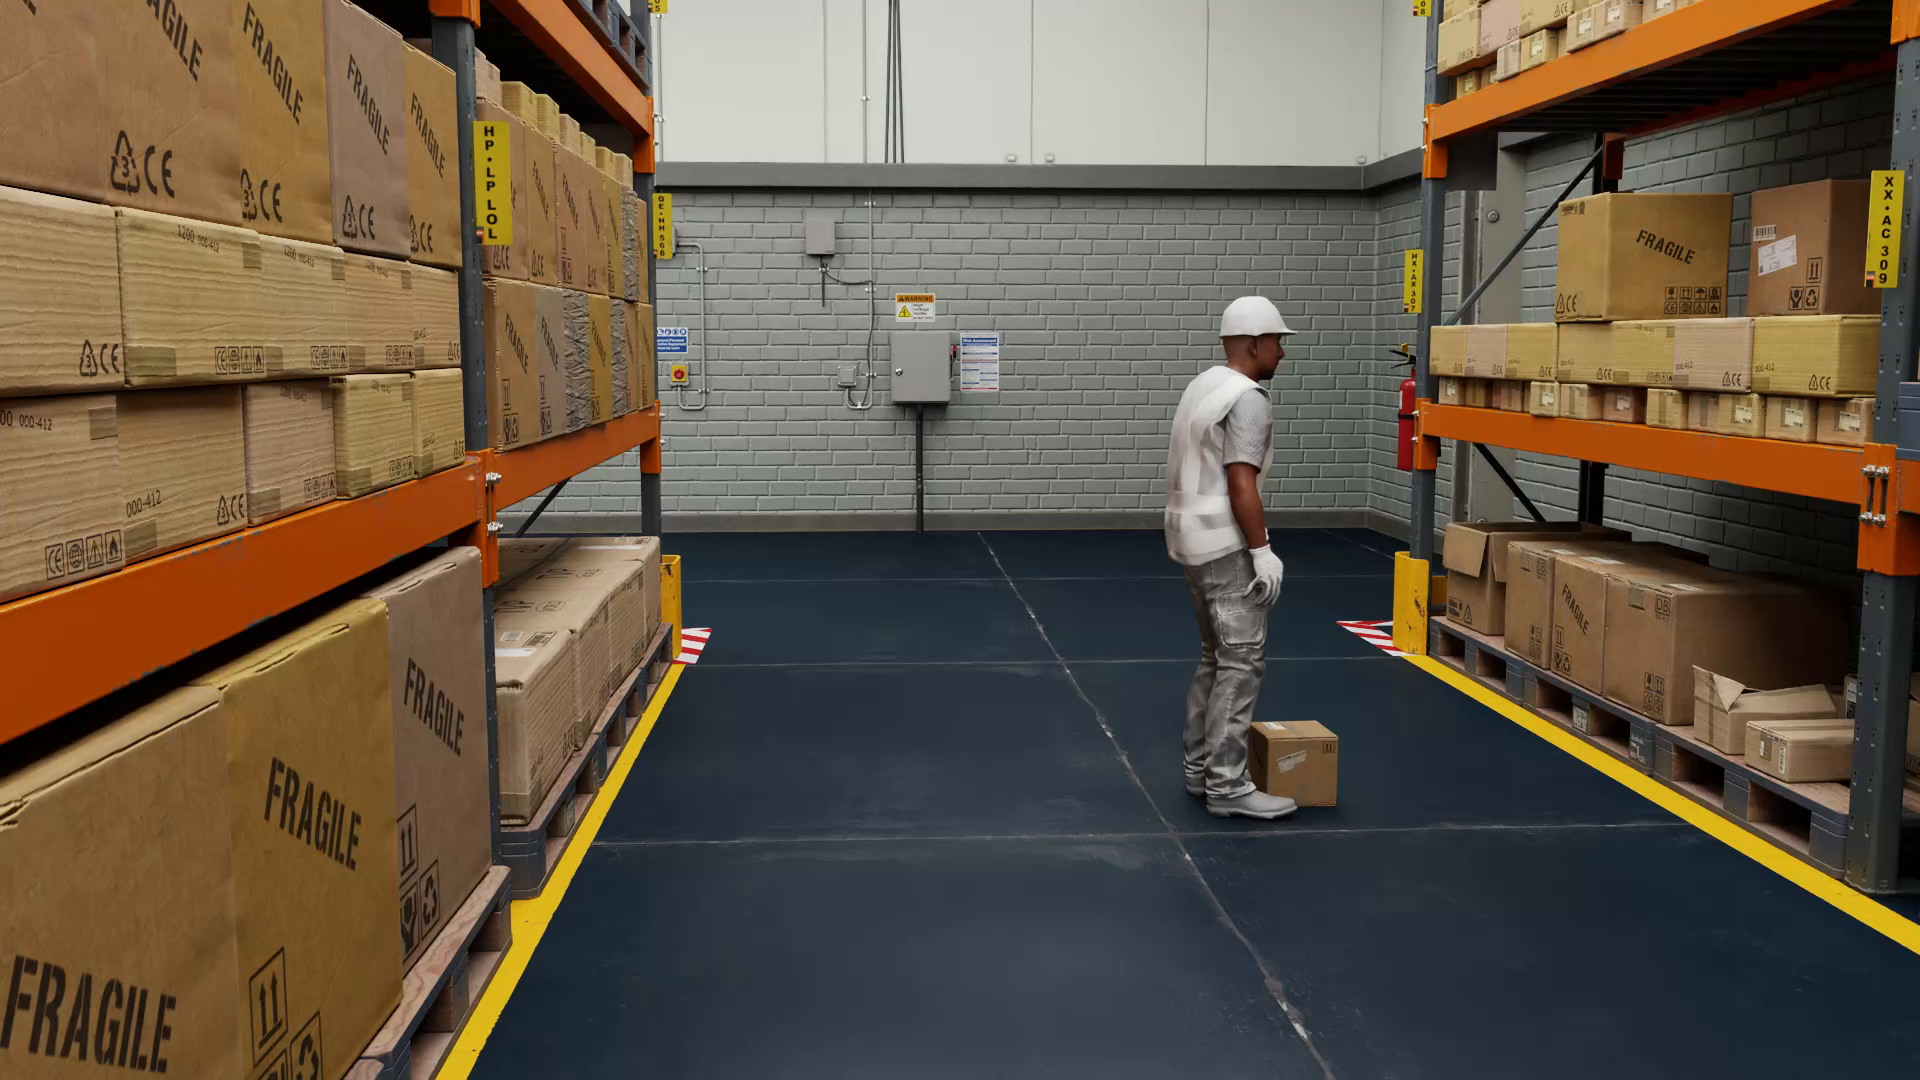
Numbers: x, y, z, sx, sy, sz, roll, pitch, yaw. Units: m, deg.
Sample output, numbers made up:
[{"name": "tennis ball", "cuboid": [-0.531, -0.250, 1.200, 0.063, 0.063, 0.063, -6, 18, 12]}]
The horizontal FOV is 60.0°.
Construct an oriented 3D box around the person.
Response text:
[{"name": "person", "cuboid": [0.954, 0.042, 5.827, 0.443, 1.776, 0.630, -1, 7, -7]}]
